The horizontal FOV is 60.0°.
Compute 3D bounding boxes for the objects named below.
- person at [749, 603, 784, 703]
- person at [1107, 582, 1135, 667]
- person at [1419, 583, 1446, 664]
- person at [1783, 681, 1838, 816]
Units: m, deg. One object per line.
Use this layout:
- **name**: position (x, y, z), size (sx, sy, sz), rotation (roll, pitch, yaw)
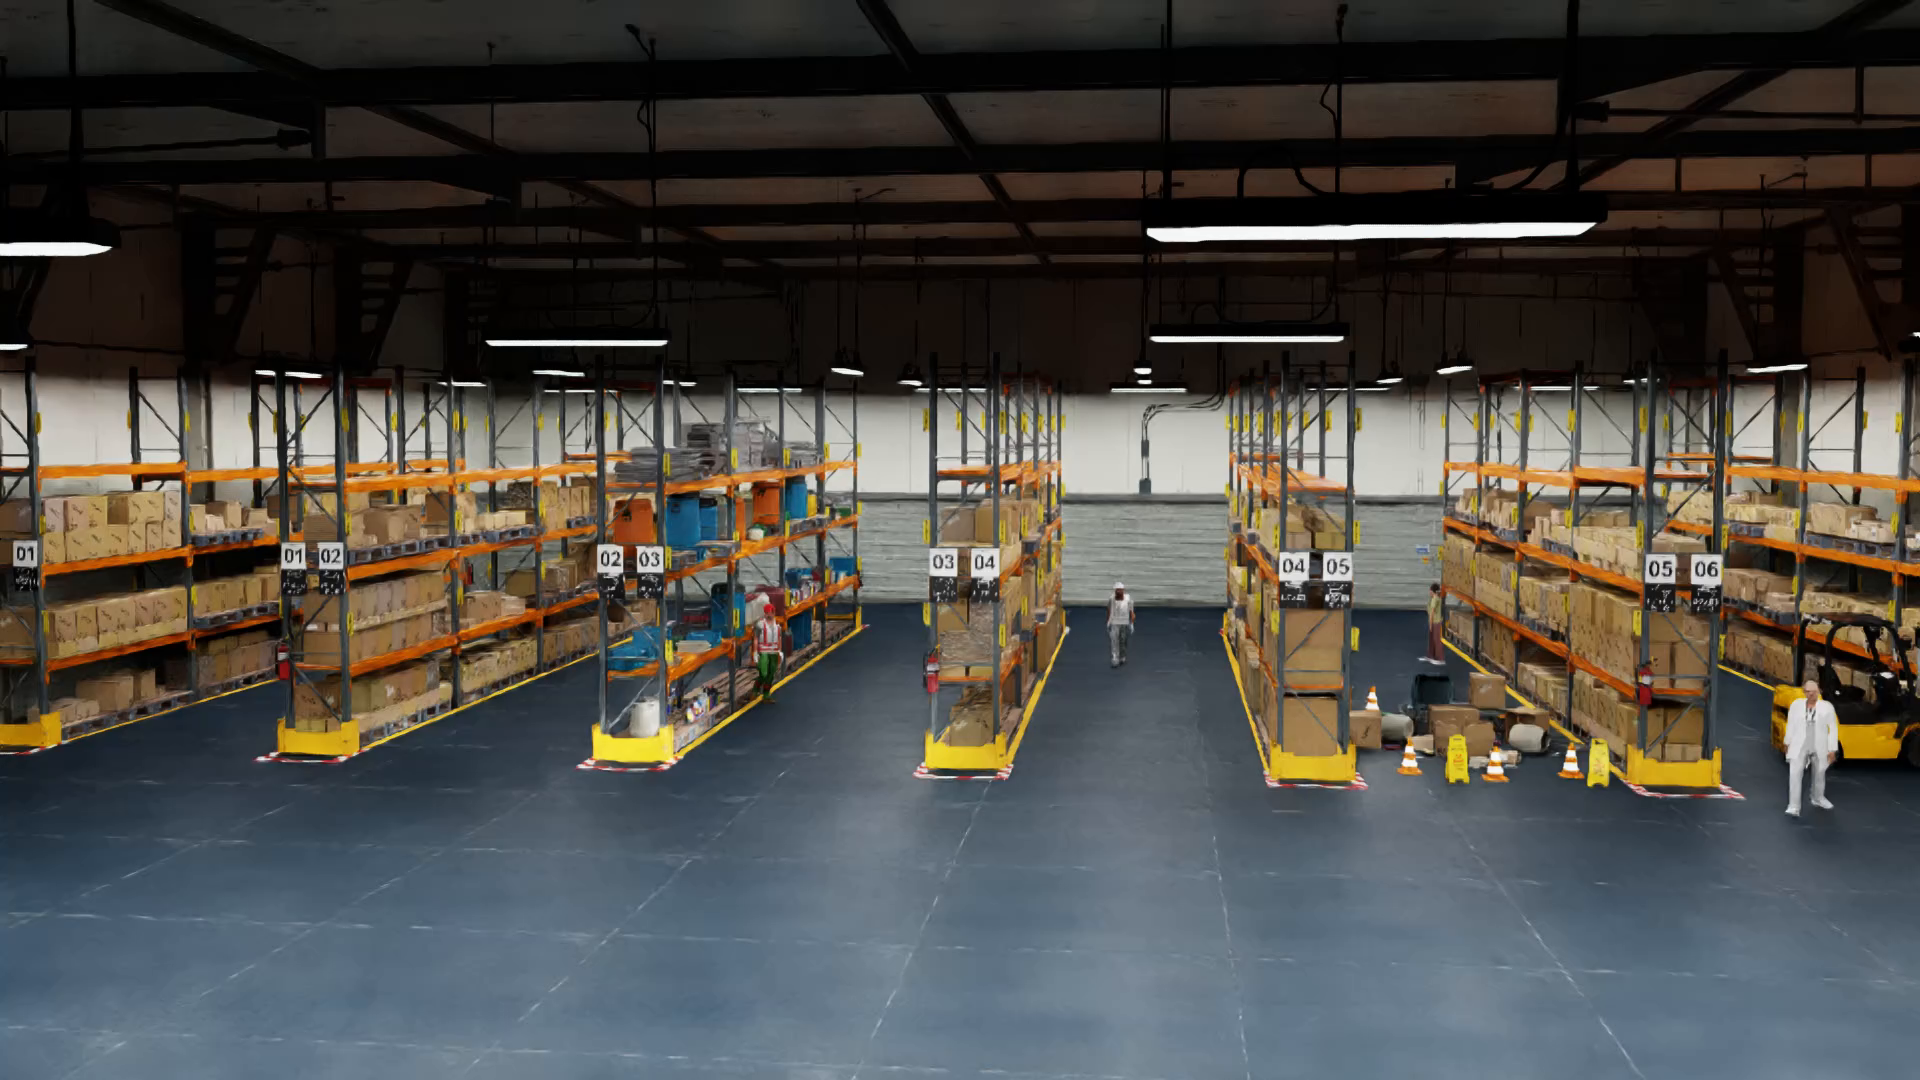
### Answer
- **person**: position (-3.439, 2.010, 29.580), size (0.633, 1.785, 0.473), rotation (-4, 5, -42)
- **person**: position (3.300, 1.720, 34.186), size (0.577, 1.733, 1.041), rotation (0, 4, 6)
- **person**: position (9.800, 1.716, 34.453), size (0.586, 1.665, 0.577), rotation (2, 5, 26)
- **person**: position (10.852, 2.643, 21.244), size (0.618, 1.728, 1.045), rotation (2, 5, 28)
